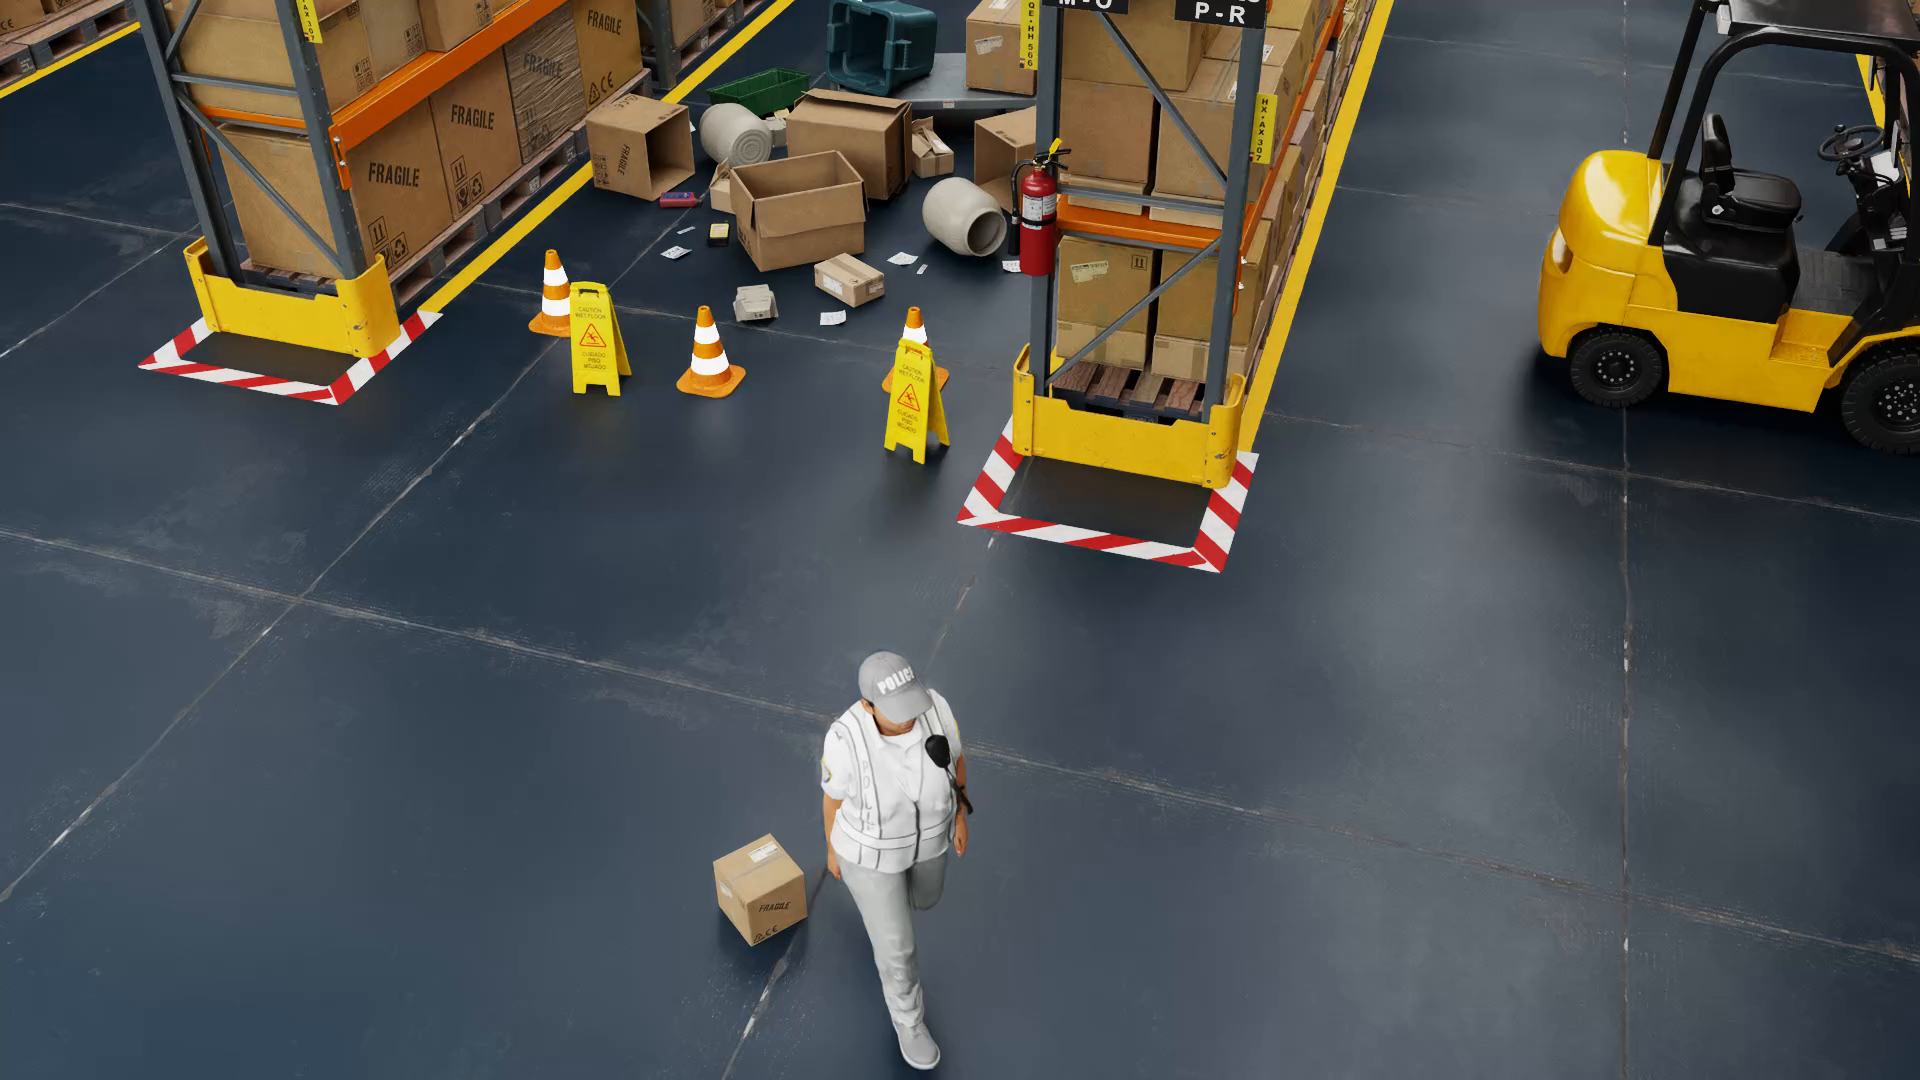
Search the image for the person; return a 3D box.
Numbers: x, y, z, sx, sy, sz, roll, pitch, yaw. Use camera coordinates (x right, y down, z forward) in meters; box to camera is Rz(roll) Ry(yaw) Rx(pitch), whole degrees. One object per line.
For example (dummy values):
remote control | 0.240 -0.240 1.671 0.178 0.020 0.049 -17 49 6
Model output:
person | -0.234 0.949 5.629 0.488 1.623 0.875 -19 41 -23
